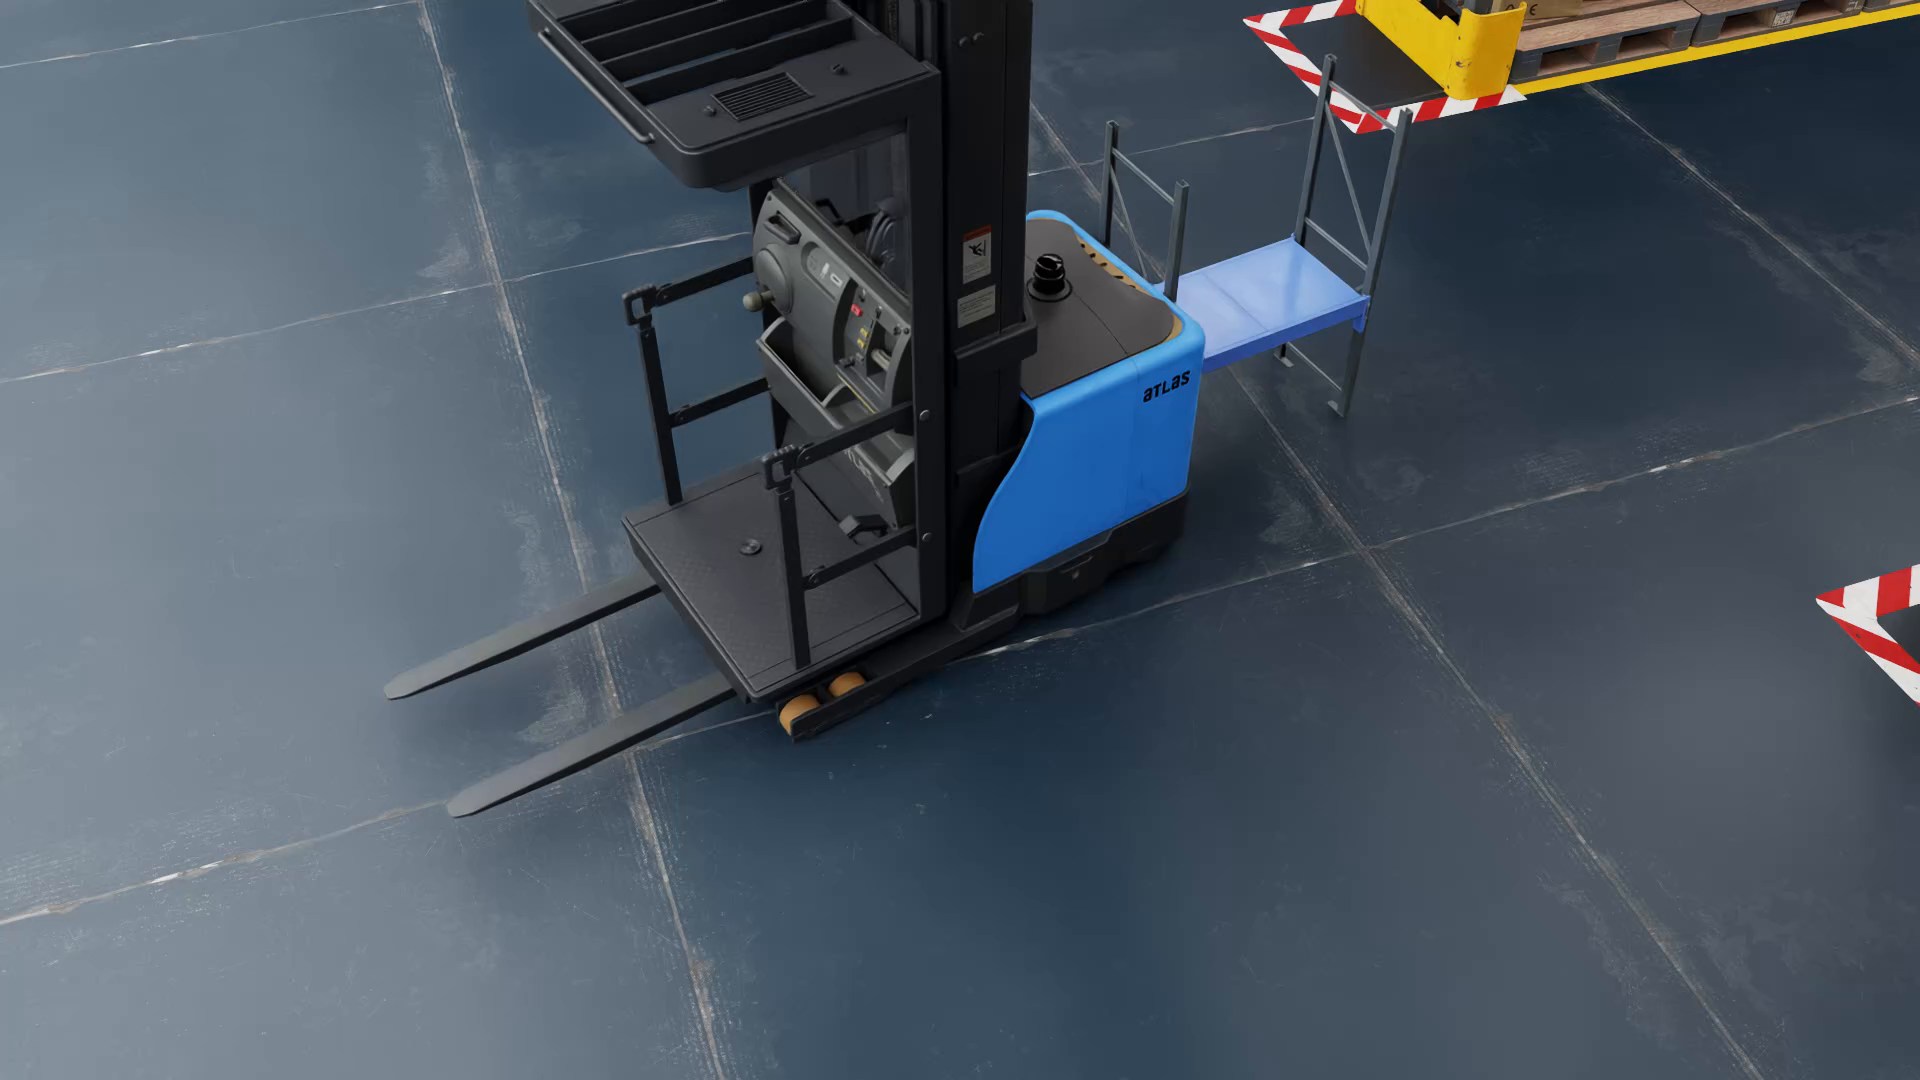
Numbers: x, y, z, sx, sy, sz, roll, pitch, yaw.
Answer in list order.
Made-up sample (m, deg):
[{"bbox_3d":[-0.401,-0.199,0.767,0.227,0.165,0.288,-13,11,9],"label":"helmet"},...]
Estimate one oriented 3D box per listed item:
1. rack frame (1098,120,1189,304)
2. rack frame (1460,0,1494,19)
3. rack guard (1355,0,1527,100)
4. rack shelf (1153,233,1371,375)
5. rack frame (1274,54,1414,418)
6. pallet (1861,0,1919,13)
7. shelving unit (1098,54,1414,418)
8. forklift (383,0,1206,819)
[{"bbox_3d":[0.678,-0.875,6.563,0.032,1.500,0.500,-21,49,-20],"label":"rack frame"},{"bbox_3d":[2.622,-3.880,8.500,0.127,3.000,1.000,-14,47,-14],"label":"rack frame"},{"bbox_3d":[2.694,-3.016,9.403,0.348,0.500,1.175,-14,47,-14],"label":"rack guard"},{"bbox_3d":[1.123,-0.922,6.864,1.000,0.185,0.538,-21,49,-20],"label":"rack shelf"},{"bbox_3d":[1.567,-1.224,6.911,0.032,1.500,0.500,-21,49,-20],"label":"rack frame"},{"bbox_3d":[5.765,-3.673,10.262,1.213,0.211,1.003,-14,47,-14],"label":"pallet"},{"bbox_3d":[1.123,-1.049,6.737,1.048,1.500,0.538,-21,49,-20],"label":"shelving unit"},{"bbox_3d":[8.577,1.451,3.235,14.935,2.935,16.424,-25,50,-23],"label":"forklift"}]
